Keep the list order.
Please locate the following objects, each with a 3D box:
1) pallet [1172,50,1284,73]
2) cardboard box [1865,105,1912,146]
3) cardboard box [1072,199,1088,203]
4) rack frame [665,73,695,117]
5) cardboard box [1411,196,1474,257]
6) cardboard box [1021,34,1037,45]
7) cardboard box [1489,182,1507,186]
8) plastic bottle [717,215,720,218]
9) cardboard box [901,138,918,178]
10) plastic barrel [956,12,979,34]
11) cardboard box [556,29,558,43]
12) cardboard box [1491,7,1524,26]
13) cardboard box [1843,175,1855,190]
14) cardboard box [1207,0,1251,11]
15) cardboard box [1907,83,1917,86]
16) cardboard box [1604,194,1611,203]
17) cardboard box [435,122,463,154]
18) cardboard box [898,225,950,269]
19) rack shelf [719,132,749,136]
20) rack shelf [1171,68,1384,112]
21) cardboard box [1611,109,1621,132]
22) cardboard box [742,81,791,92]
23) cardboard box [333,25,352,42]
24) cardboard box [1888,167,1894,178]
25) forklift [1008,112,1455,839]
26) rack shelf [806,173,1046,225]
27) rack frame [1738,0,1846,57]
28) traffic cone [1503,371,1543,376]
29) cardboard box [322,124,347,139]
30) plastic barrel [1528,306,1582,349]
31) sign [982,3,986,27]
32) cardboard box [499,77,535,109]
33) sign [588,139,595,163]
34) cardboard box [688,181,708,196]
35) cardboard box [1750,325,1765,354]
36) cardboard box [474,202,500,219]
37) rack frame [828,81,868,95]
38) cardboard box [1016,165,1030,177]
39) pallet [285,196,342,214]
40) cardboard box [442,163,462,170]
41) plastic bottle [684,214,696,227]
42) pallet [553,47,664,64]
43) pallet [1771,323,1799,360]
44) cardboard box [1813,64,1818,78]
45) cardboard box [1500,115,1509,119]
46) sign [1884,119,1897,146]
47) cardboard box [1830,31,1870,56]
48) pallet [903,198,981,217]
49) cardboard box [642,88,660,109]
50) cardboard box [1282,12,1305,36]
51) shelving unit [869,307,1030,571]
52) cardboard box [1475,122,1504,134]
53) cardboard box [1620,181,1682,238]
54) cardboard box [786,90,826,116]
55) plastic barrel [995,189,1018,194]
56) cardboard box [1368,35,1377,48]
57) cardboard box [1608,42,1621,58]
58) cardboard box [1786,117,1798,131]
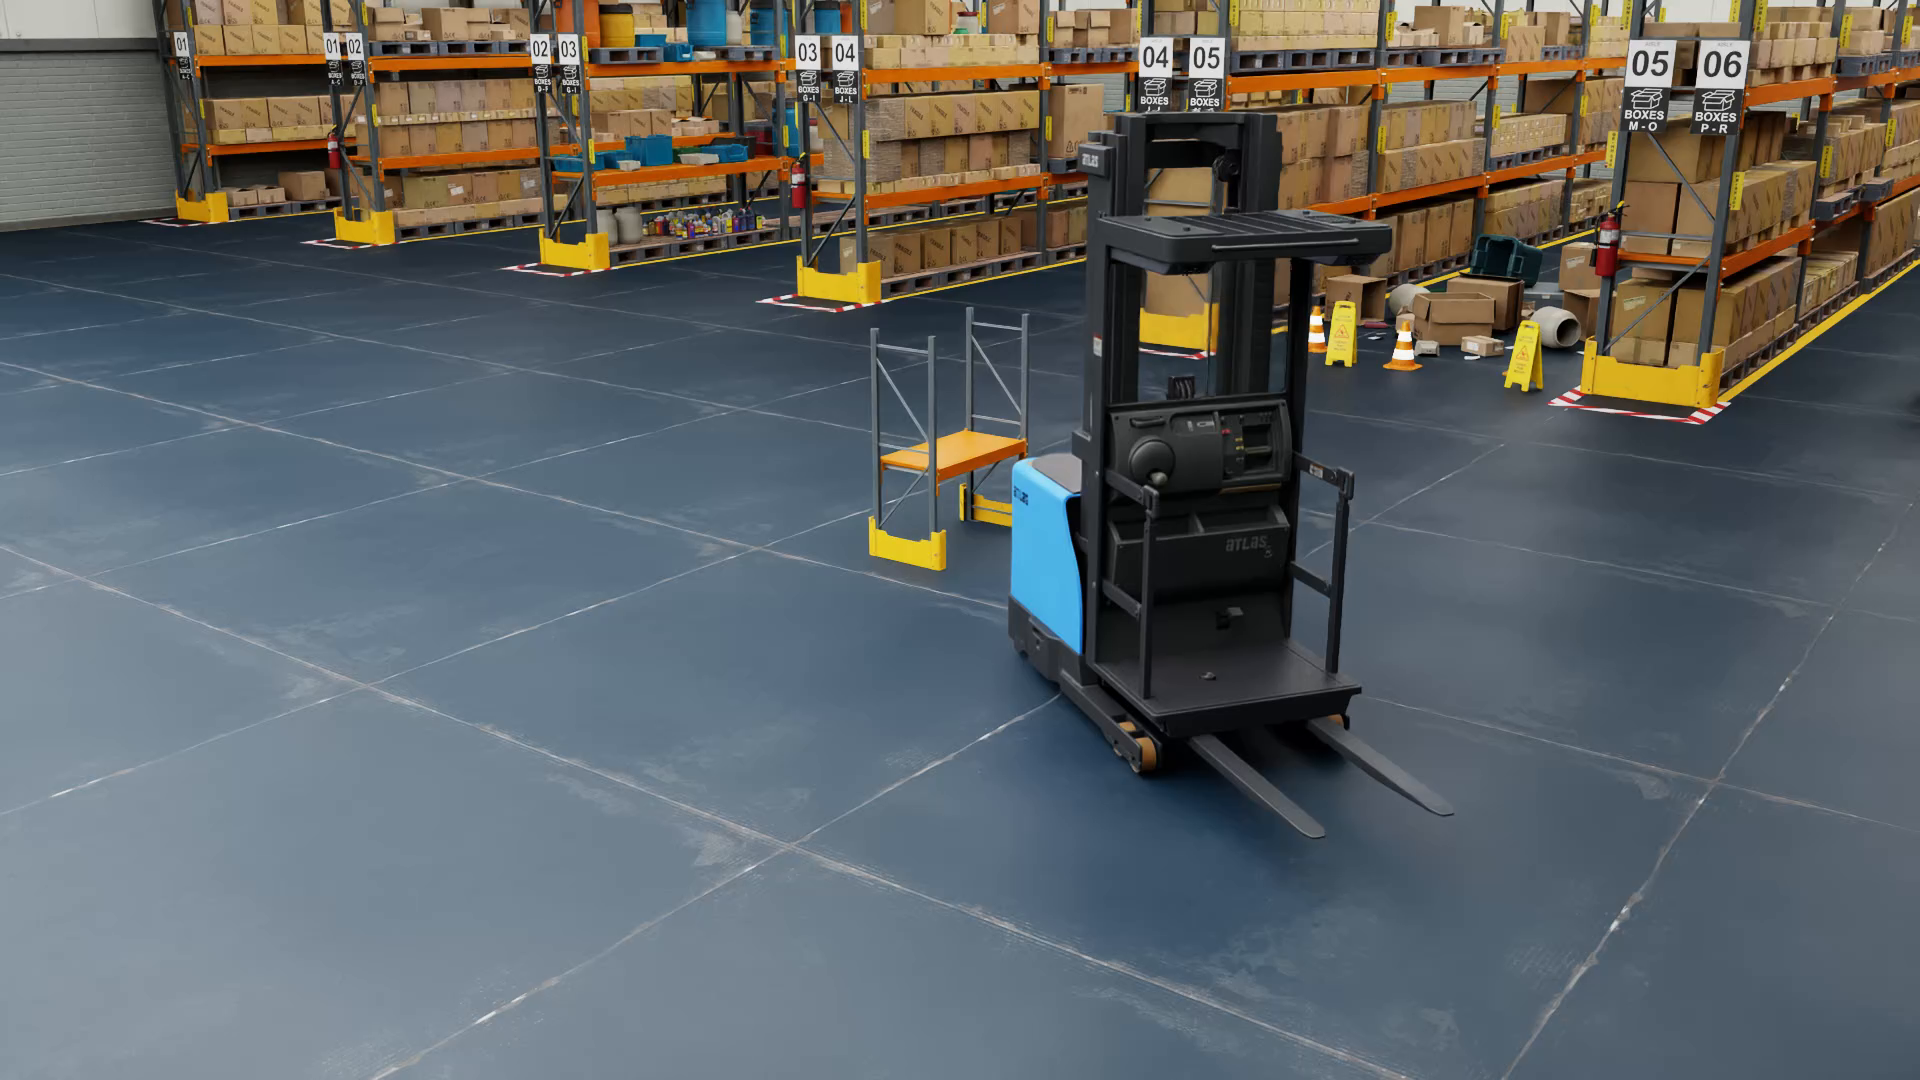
[{"bbox_3d":[2.773,-5.166,17.912,1.003,0.211,1.213,12,21,35],"label":"pallet"},{"bbox_3d":[12.240,-5.492,22.015,0.500,0.500,0.500,13,22,36],"label":"cardboard box"},{"bbox_3d":[2.147,-4.985,25.713,0.700,0.500,0.500,15,23,39],"label":"cardboard box"},{"bbox_3d":[-6.368,-9.981,38.328,1.000,3.000,0.127,12,21,35],"label":"rack frame"},{"bbox_3d":[6.671,-4.499,23.760,1.050,0.750,0.750,12,21,34],"label":"cardboard box"},{"bbox_3d":[0.837,-6.873,22.841,0.380,0.149,0.250,13,22,36],"label":"cardboard box"},{"bbox_3d":[8.214,-5.443,25.955,0.500,0.250,0.500,13,22,37],"label":"cardboard box"},{"bbox_3d":[-3.735,-4.923,25.878,0.061,0.283,0.133,12,21,35],"label":"plastic bottle"},{"bbox_3d":[-1.033,-4.954,21.467,0.875,0.500,0.500,12,21,35],"label":"cardboard box"},{"bbox_3d":[0.140,-9.425,30.541,0.433,0.535,0.433,0,17,0],"label":"plastic barrel"},{"bbox_3d":[-6.780,-8.908,29.358,0.500,0.250,0.500,15,23,40],"label":"cardboard box"},{"bbox_3d":[7.875,-7.519,23.880,0.396,0.266,0.258,12,21,35],"label":"cardboard box"},{"bbox_3d":[10.140,-4.161,19.300,0.380,0.149,0.250,13,22,37],"label":"cardboard box"},{"bbox_3d":[2.793,-5.562,17.240,0.380,0.149,0.250,13,21,35],"label":"cardboard box"},{"bbox_3d":[14.689,-7.050,25.940,0.380,0.149,0.250,13,21,35],"label":"cardboard box"},{"bbox_3d":[11.181,-5.963,28.985,0.380,0.149,0.250,13,21,35],"label":"cardboard box"},{"bbox_3d":[-8.640,-6.649,27.427,0.700,0.500,0.500,13,21,35],"label":"cardboard box"},{"bbox_3d":[-0.482,-3.944,22.394,0.500,0.500,0.500,15,23,40],"label":"cardboard box"},{"bbox_3d":[-3.579,-8.287,34.085,1.077,0.370,4.000,12,21,35],"label":"rack shelf"},{"bbox_3d":[3.531,-5.162,18.964,1.077,0.370,4.000,12,21,35],"label":"rack shelf"},{"bbox_3d":[10.900,-7.084,28.327,0.500,0.500,0.500,14,22,37],"label":"cardboard box"},{"bbox_3d":[-4.705,-10.779,40.390,0.980,0.700,0.700,12,21,34],"label":"cardboard box"},{"bbox_3d":[-11.549,-9.284,30.821,0.500,0.500,0.500,10,20,30],"label":"cardboard box"},{"bbox_3d":[11.927,-4.778,21.823,0.500,0.250,0.500,12,21,33],"label":"cardboard box"},{"bbox_3d":[1.231,-0.450,7.751,1.130,2.935,3.031,-6,18,-18],"label":"forklift"},{"bbox_3d":[-0.393,-4.630,22.309,1.077,0.370,4.000,12,21,35],"label":"rack shelf"},{"bbox_3d":[8.758,-6.564,17.208,1.000,3.000,0.127,12,21,35],"label":"rack frame"},{"bbox_3d":[5.595,-1.865,16.469,0.336,0.463,0.334,12,21,35],"label":"traffic cone"},{"bbox_3d":[-11.765,-7.608,30.904,0.500,0.250,0.500,12,21,34],"label":"cardboard box"},{"bbox_3d":[6.389,-2.275,17.857,0.421,0.421,0.512,-4,18,-13],"label":"plastic barrel"},{"bbox_3d":[0.351,-7.415,23.469,0.100,0.325,0.005,12,21,35],"label":"sign"},{"bbox_3d":[-7.714,-7.641,28.437,0.700,0.500,0.500,12,21,35],"label":"cardboard box"},{"bbox_3d":[-5.123,-5.407,23.129,0.100,0.325,0.005,12,21,35],"label":"sign"},{"bbox_3d":[-5.193,-6.750,31.850,0.500,0.250,0.500,12,21,34],"label":"cardboard box"},{"bbox_3d":[7.702,-2.029,16.649,0.500,0.250,0.500,14,22,38],"label":"cardboard box"},{"bbox_3d":[-8.145,-5.582,28.088,0.500,0.250,0.500,12,21,35],"label":"cardboard box"},{"bbox_3d":[-2.388,-9.107,35.512,1.000,3.000,0.127,12,21,35],"label":"rack frame"},{"bbox_3d":[0.750,-5.169,23.255,0.380,0.149,0.250,12,21,35],"label":"cardboard box"},{"bbox_3d":[-12.233,-6.286,31.131,1.003,0.211,1.213,12,21,35],"label":"pallet"},{"bbox_3d":[-10.442,-7.403,33.496,0.700,0.500,0.500,12,21,34],"label":"cardboard box"},{"bbox_3d":[-4.225,-4.949,25.975,0.152,0.276,0.135,12,21,35],"label":"plastic bottle"},{"bbox_3d":[-4.991,-6.895,23.649,1.003,0.211,1.213,12,21,35],"label":"pallet"},{"bbox_3d":[8.386,-2.201,17.976,1.003,0.211,1.213,12,21,35],"label":"pallet"},{"bbox_3d":[8.594,-4.838,17.131,0.380,0.149,0.250,13,21,35],"label":"cardboard box"},{"bbox_3d":[8.418,-6.620,26.216,0.380,0.149,0.250,12,21,34],"label":"cardboard box"},{"bbox_3d":[11.583,-5.073,20.704,0.100,0.325,0.005,12,21,35],"label":"sign"},{"bbox_3d":[9.428,-5.329,17.832,0.500,0.250,0.500,12,21,33],"label":"cardboard box"},{"bbox_3d":[-0.359,-6.142,30.665,1.003,0.211,1.213,12,21,35],"label":"pallet"},{"bbox_3d":[-7.043,-9.785,36.991,0.500,0.500,0.500,12,21,35],"label":"cardboard box"},{"bbox_3d":[3.434,-5.659,18.226,0.500,0.250,0.500,12,21,34],"label":"cardboard box"},{"bbox_3d":[-0.045,-0.698,10.963,0.587,1.500,1.083,12,21,35],"label":"shelving unit"},{"bbox_3d":[7.695,-6.007,24.243,0.380,0.149,0.250,12,21,33],"label":"cardboard box"},{"bbox_3d":[6.477,-3.114,15.543,0.500,0.500,0.500,12,21,34],"label":"cardboard box"},{"bbox_3d":[-3.209,-9.107,34.635,0.500,0.500,0.700,-16,23,-42],"label":"cardboard box"},{"bbox_3d":[0.828,-7.134,31.989,0.600,0.901,0.708,12,21,35],"label":"plastic barrel"},{"bbox_3d":[4.762,-5.967,19.890,0.380,0.149,0.250,12,21,34],"label":"cardboard box"},{"bbox_3d":[10.594,-8.121,27.532,0.500,0.250,0.500,14,22,37],"label":"cardboard box"},{"bbox_3d":[9.396,-4.785,19.122,0.380,0.149,0.250,11,21,32],"label":"cardboard box"}]
